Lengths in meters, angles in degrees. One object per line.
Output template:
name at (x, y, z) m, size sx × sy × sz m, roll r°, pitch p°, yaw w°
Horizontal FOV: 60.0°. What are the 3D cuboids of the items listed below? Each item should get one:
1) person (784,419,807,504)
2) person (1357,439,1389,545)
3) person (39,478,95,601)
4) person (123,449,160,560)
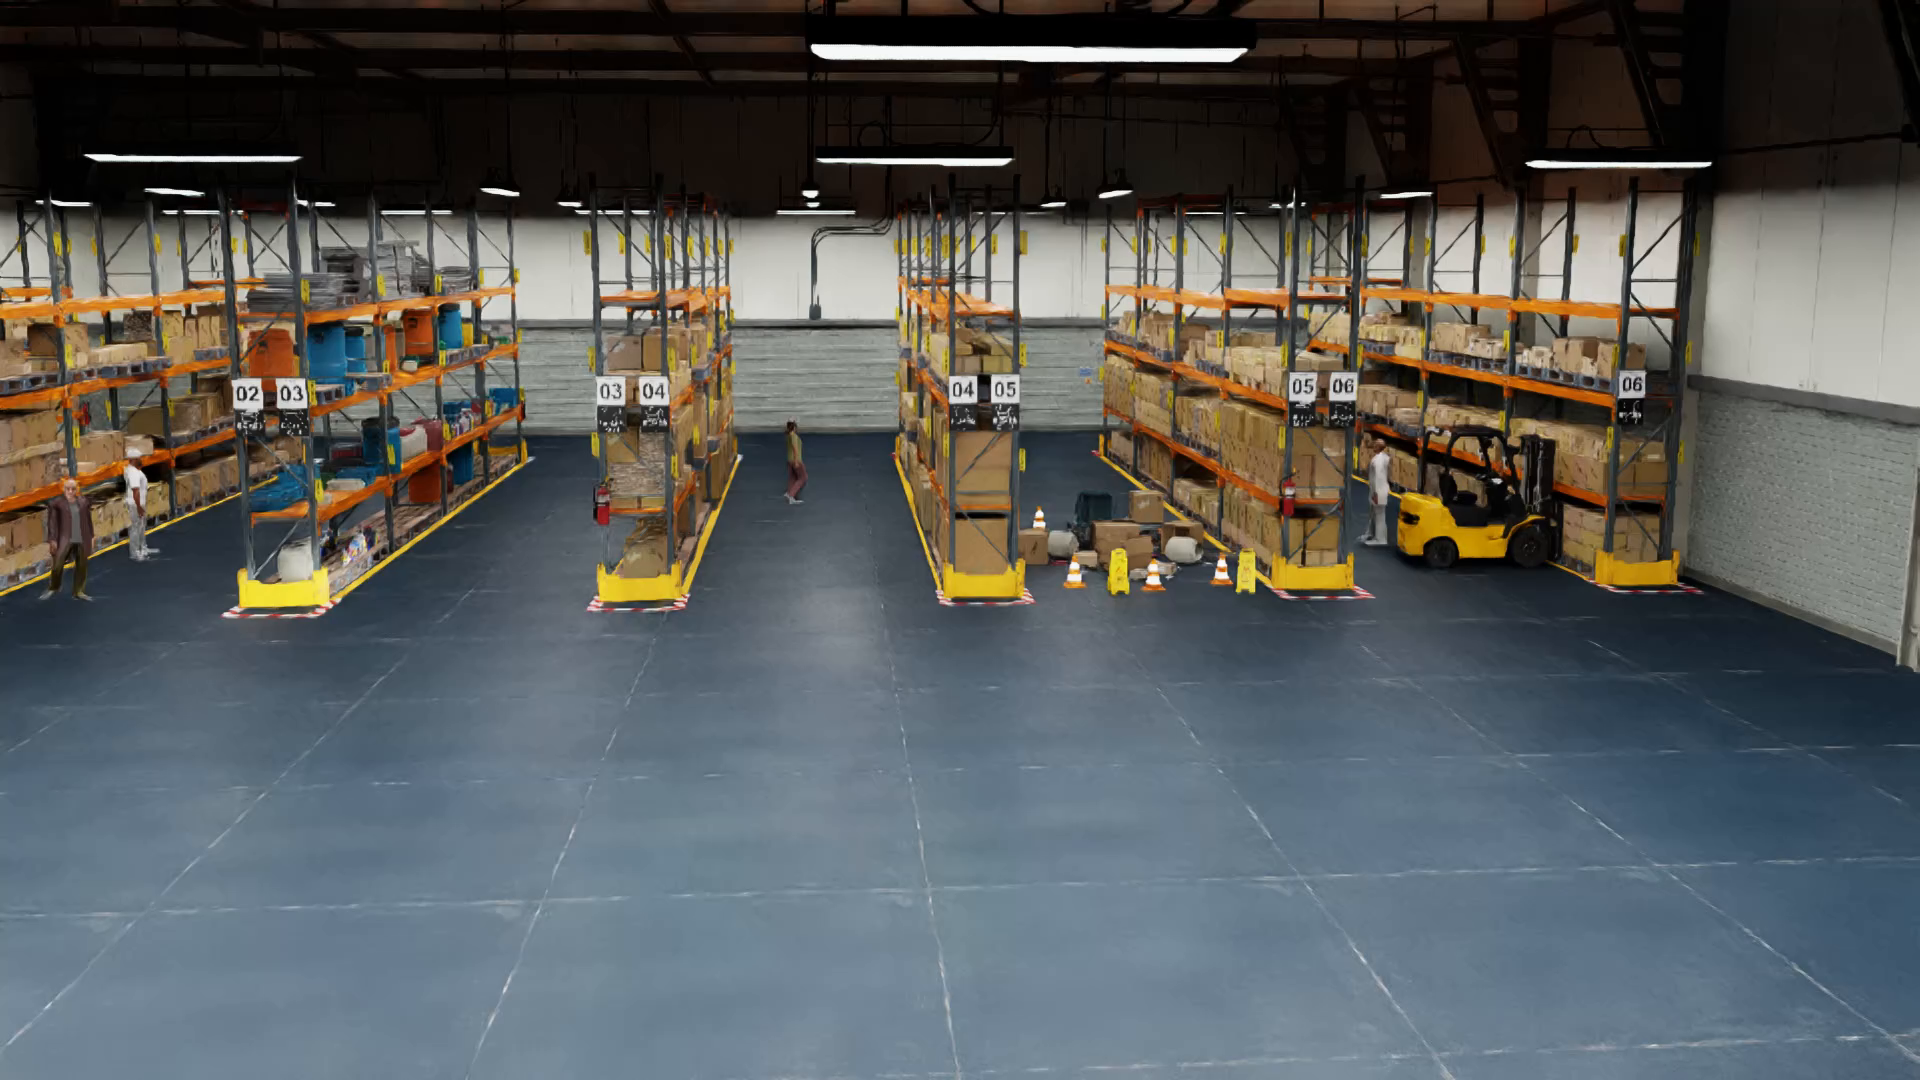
person at (-3.262, -1.530, 32.558) m, size 0.435 × 1.671 × 0.492 m, roll -6°, pitch 12°, yaw -29°
person at (7.031, -0.828, 28.180) m, size 0.556 × 1.781 × 0.631 m, roll 5°, pitch 11°, yaw 24°
person at (-12.678, 0.003, 23.568) m, size 0.770 × 1.769 × 0.545 m, roll -9°, pitch 14°, yaw -42°
person at (-13.257, -0.600, 26.902) m, size 0.463 × 1.772 × 0.649 m, roll -6°, pitch 11°, yaw -29°
